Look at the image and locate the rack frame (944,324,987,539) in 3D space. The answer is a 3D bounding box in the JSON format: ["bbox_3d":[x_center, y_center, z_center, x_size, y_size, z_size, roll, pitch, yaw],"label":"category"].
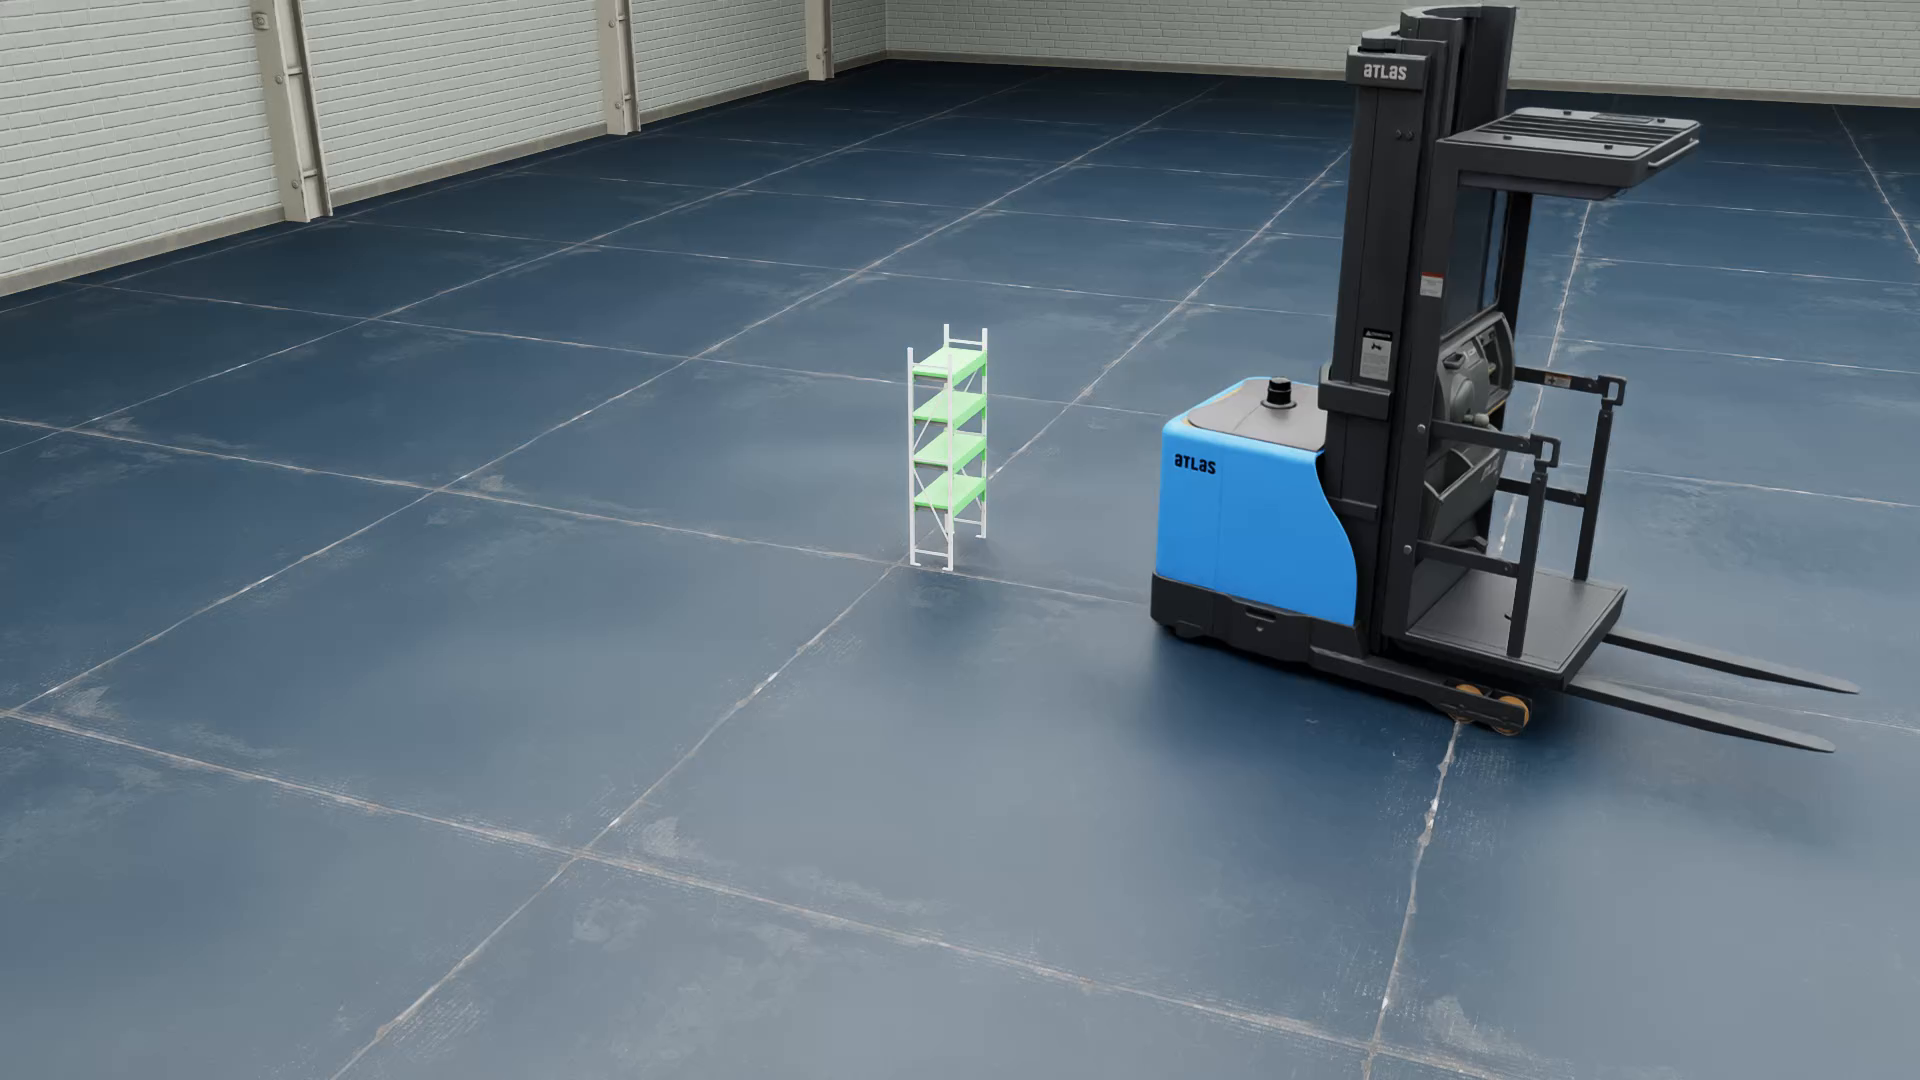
[{"bbox_3d":[0.029,-0.582,9.086,0.240,1.200,0.015,9,24,20],"label":"rack frame"}]

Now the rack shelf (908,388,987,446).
[{"bbox_3d":[-0.061,-0.657,8.809,0.258,0.148,0.480,9,24,20],"label":"rack shelf"}]

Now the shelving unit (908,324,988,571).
[{"bbox_3d":[-0.061,-0.494,8.877,0.258,1.200,0.503,9,24,20],"label":"shelving unit"}]

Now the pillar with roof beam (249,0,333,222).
[{"bbox_3d":[-2.768,-6.884,14.056,9.100,9.000,0.400,9,24,20],"label":"pillar with roof beam"}]

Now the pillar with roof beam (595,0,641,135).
[{"bbox_3d":[-0.539,-9.032,19.197,9.100,9.000,0.400,9,24,20],"label":"pillar with roof beam"}]

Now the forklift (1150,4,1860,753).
[{"bbox_3d":[2.437,-0.737,7.212,3.031,2.935,1.130,15,27,32],"label":"forklift"}]

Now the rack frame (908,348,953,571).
[{"bbox_3d":[-0.152,-0.407,8.668,0.240,1.200,0.015,9,24,20],"label":"rack frame"}]

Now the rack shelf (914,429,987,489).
[{"bbox_3d":[-0.061,-0.435,8.902,0.258,0.148,0.480,9,24,20],"label":"rack shelf"}]

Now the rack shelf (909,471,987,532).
[{"bbox_3d":[-0.061,-0.214,8.994,0.258,0.148,0.480,9,24,20],"label":"rack shelf"}]

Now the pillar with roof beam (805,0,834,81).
[{"bbox_3d":[1.689,-11.179,24.337,9.100,9.000,0.400,9,24,20],"label":"pillar with roof beam"}]

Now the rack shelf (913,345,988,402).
[{"bbox_3d":[-0.062,-0.878,8.717,0.258,0.148,0.480,9,24,20],"label":"rack shelf"}]
